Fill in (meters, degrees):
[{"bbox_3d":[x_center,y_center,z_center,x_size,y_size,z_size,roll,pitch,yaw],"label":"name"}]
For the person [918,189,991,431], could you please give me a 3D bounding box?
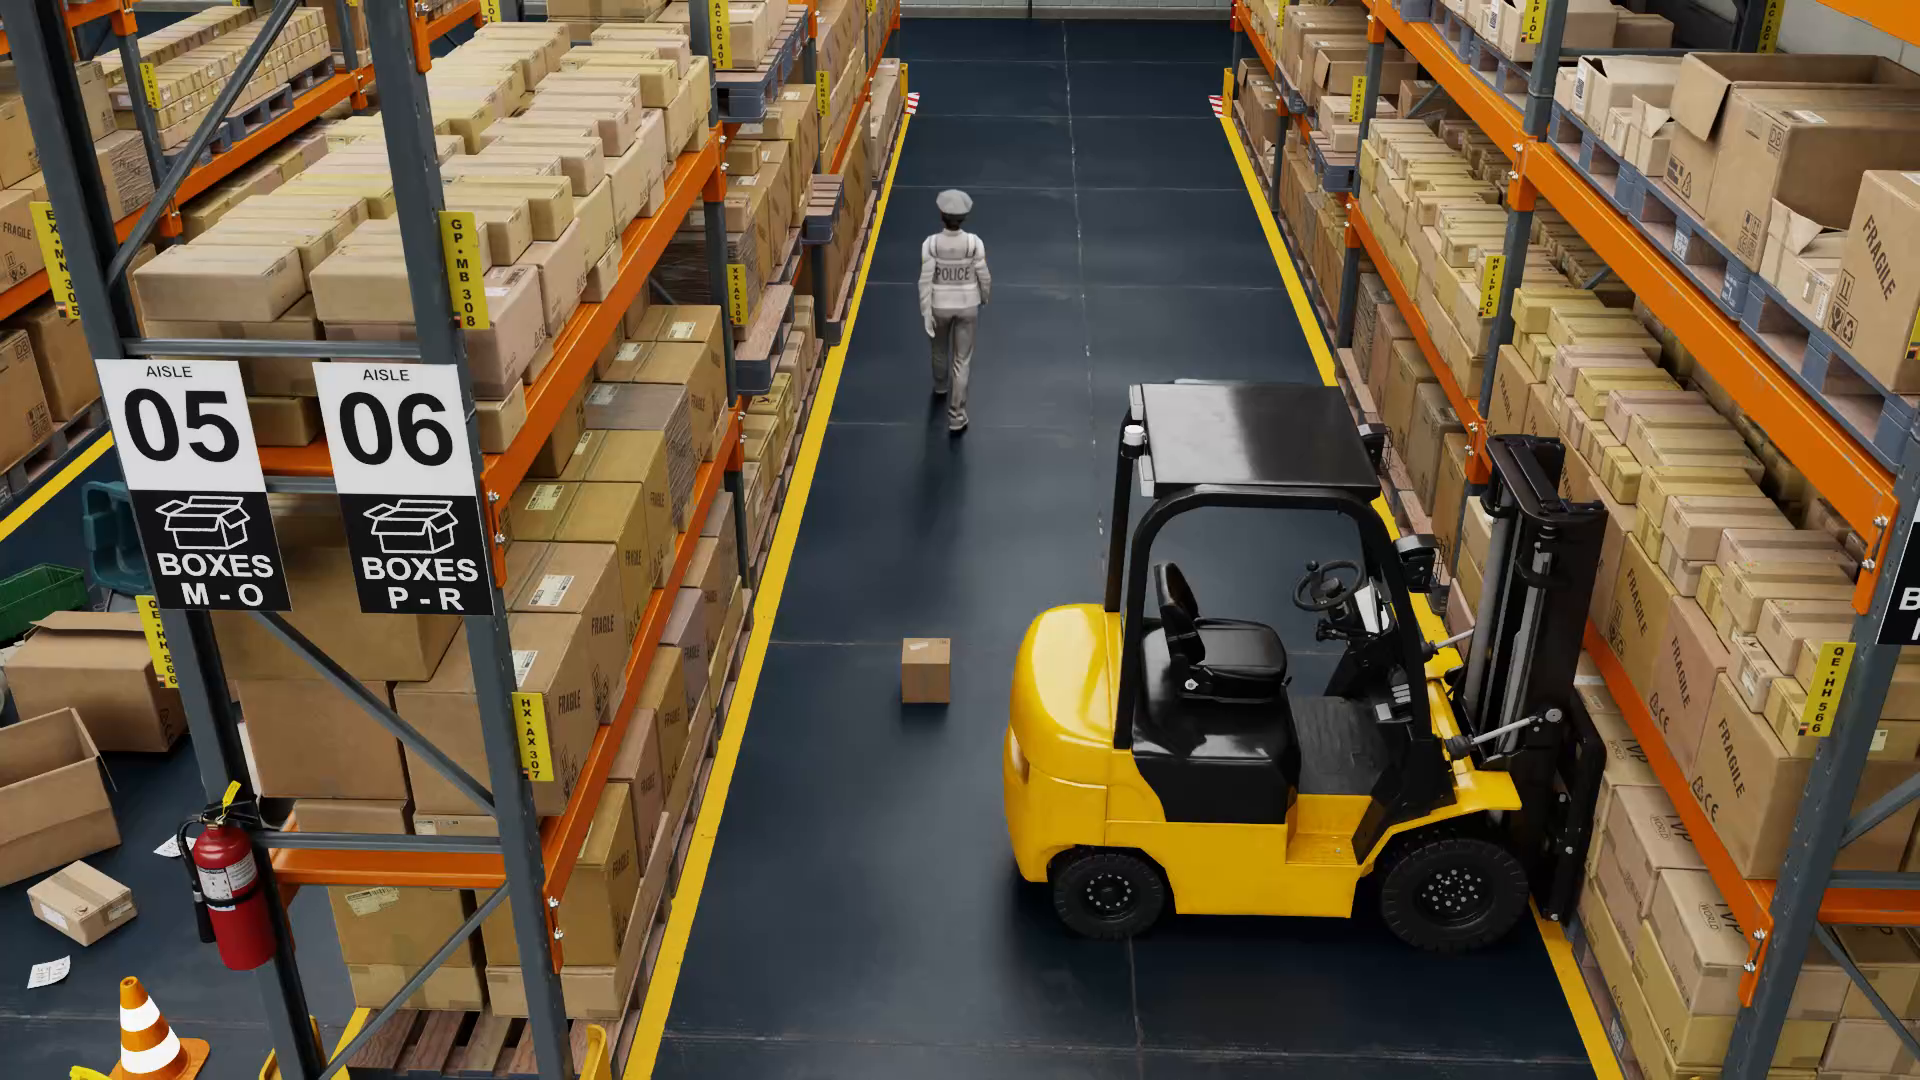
[{"bbox_3d":[-0.030,-1.686,11.724,0.499,1.636,0.954,2,28,3],"label":"person"}]
